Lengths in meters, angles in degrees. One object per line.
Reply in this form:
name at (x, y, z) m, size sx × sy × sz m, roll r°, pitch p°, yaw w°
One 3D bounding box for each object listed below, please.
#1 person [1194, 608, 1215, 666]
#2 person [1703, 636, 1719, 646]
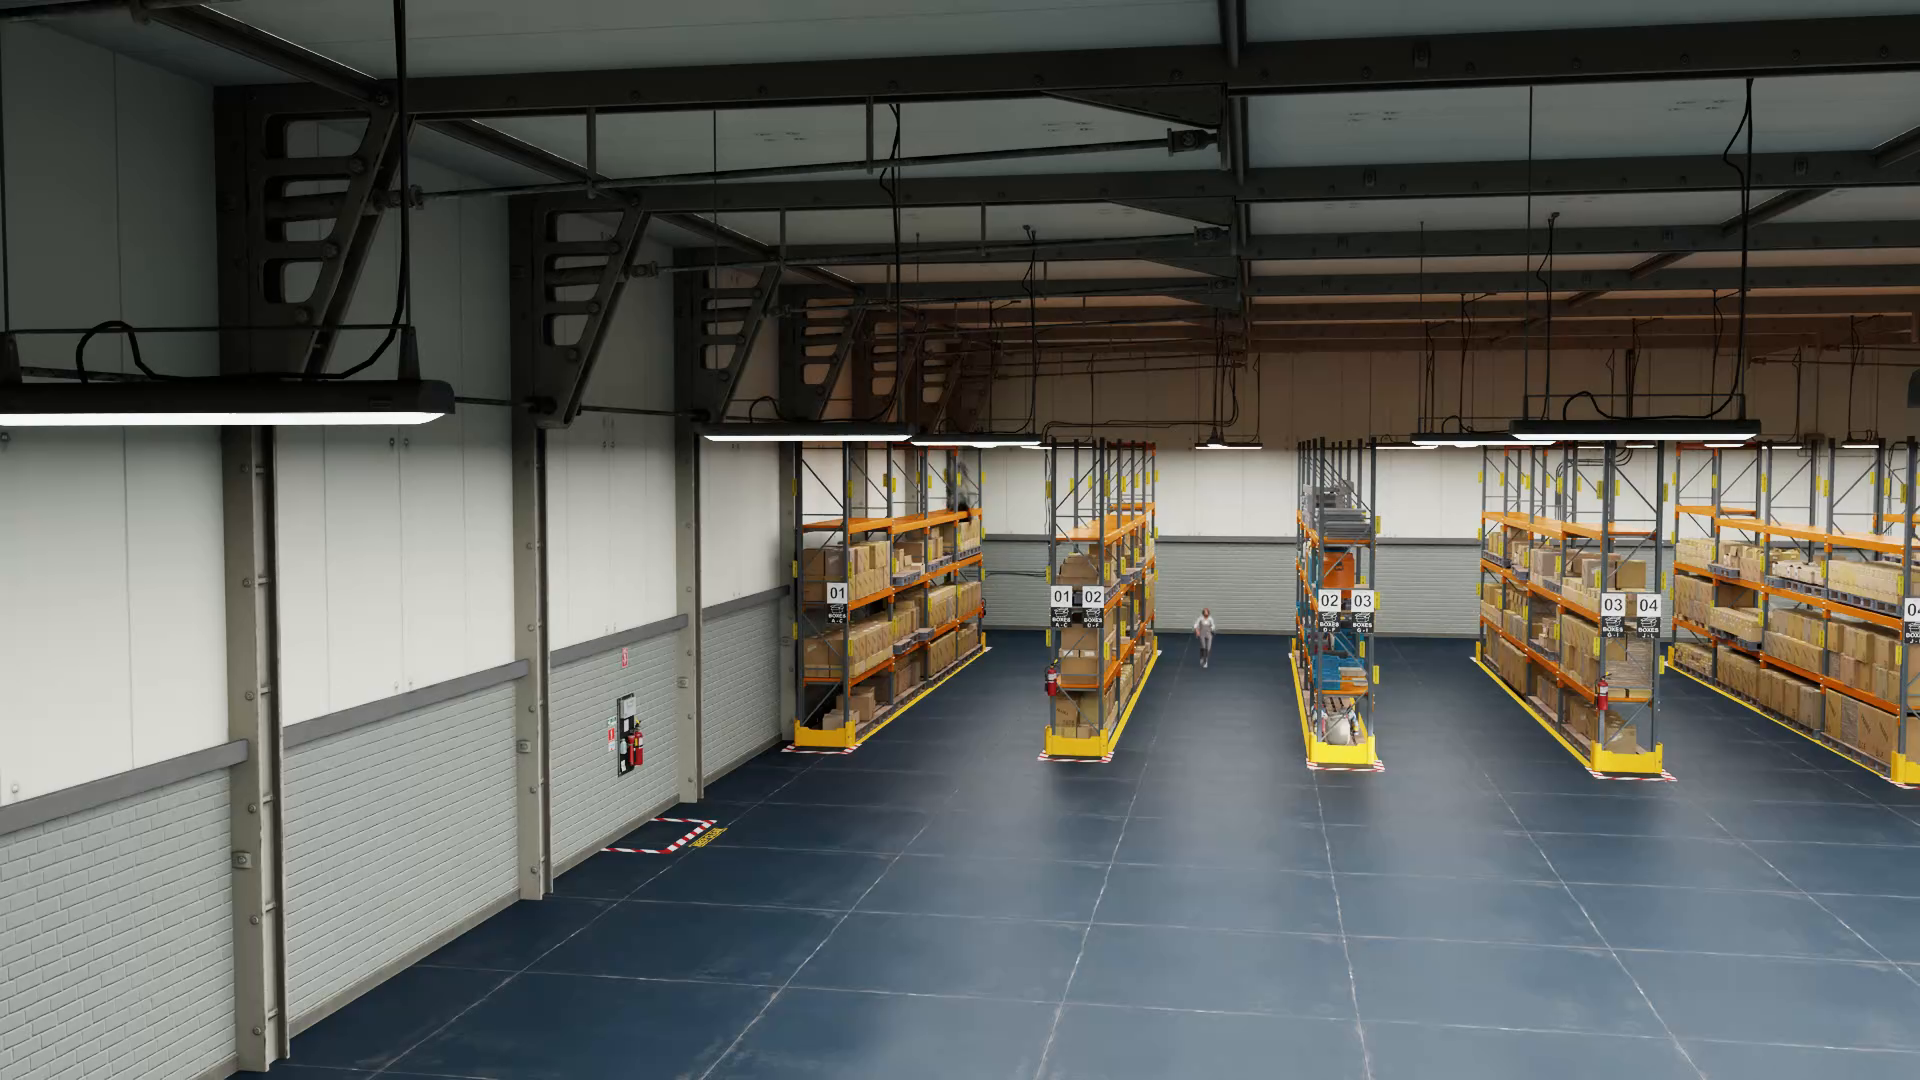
person at (6.506, 2.591, 44.090) m, size 0.517 × 1.565 × 0.621 m, roll 0°, pitch 3°, yaw -2°
person at (20.584, 2.479, 45.482) m, size 0.681 × 1.742 × 0.553 m, roll 0°, pitch 3°, yaw 9°
